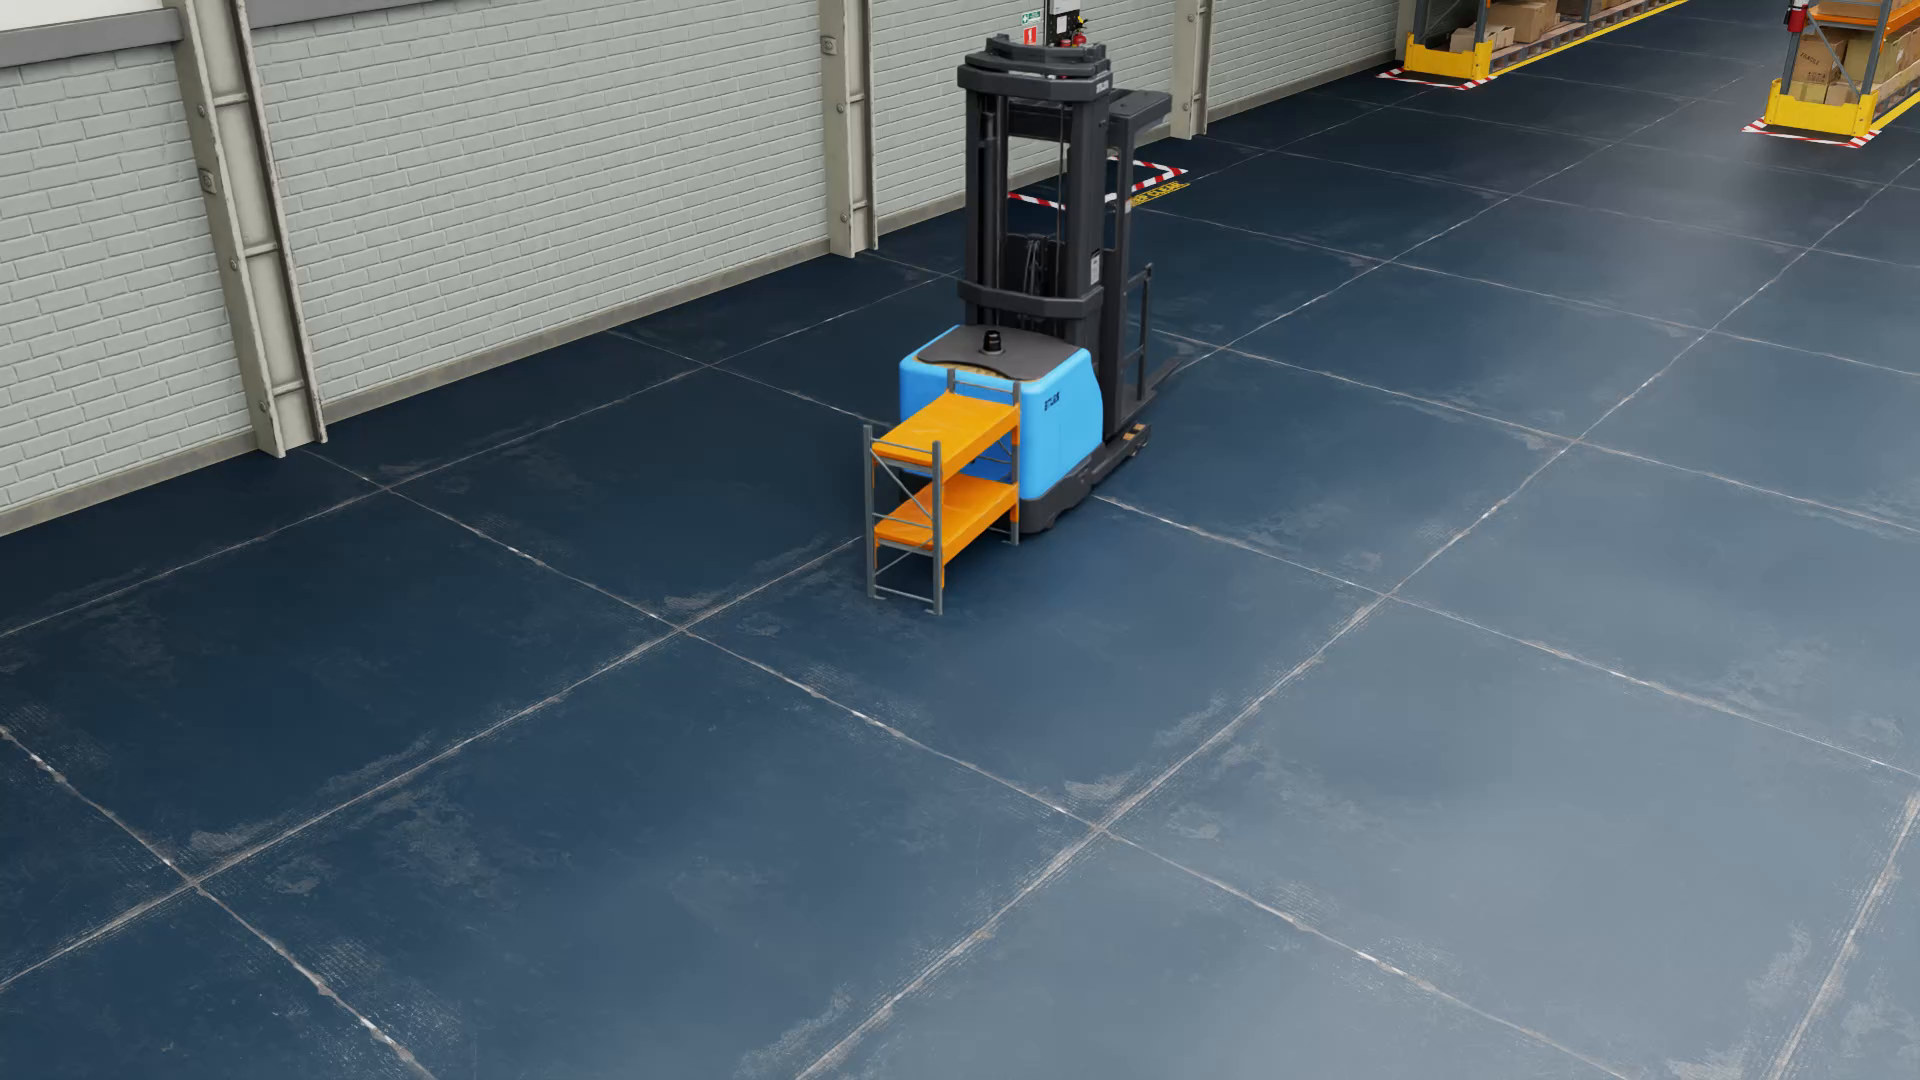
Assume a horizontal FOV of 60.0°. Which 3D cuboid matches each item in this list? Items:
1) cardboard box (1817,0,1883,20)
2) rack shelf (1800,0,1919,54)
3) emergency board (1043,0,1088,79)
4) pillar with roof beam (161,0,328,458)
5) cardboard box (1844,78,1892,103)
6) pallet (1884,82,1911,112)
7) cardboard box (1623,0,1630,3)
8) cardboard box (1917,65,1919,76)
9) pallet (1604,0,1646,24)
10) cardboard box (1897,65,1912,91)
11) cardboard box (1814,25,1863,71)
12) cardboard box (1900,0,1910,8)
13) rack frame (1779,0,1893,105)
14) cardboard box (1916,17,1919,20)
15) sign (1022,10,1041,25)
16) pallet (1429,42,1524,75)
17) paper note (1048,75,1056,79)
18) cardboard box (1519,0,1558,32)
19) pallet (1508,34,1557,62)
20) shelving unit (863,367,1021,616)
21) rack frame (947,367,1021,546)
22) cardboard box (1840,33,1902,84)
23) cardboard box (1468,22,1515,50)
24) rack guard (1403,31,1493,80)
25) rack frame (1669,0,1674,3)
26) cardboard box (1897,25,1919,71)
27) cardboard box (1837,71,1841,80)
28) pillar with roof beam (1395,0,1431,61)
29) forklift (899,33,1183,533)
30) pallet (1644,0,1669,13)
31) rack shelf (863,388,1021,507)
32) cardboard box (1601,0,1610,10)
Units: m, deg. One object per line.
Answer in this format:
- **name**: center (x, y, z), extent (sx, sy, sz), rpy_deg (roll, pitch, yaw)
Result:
- **cardboard box**: center (10.946, -6.671, 20.273), extent (0.700, 0.500, 0.500), rpy_deg (21, 34, 34)
- **rack shelf**: center (11.911, -6.855, 21.519), extent (1.077, 0.370, 4.000), rpy_deg (21, 34, 34)
- **emergency board**: center (1.174, -5.420, 17.963), extent (0.194, 1.169, 0.643), rpy_deg (21, 34, 34)
- **pillar with roof beam**: center (-1.535, -3.437, 7.601), extent (9.100, 9.000, 0.400), rpy_deg (21, 34, 34)
- **cardboard box**: center (11.467, -5.734, 21.105), extent (0.500, 0.250, 0.500), rpy_deg (21, 34, 34)
- **pallet**: center (11.869, -5.941, 22.004), extent (1.003, 0.211, 1.213), rpy_deg (21, 34, 34)
- **cardboard box**: center (10.773, -9.230, 27.568), extent (0.700, 0.500, 0.500), rpy_deg (21, 34, 34)
- **cardboard box**: center (12.731, -6.446, 22.481), extent (0.500, 0.250, 0.500), rpy_deg (21, 34, 34)
- **pallet**: center (10.628, -8.802, 27.536), extent (1.003, 0.211, 1.213), rpy_deg (21, 34, 34)
- **cardboard box**: center (12.107, -6.087, 21.787), extent (0.500, 0.250, 0.500), rpy_deg (21, 34, 34)
- **cardboard box**: center (11.375, -6.400, 21.575), extent (0.500, 0.500, 0.500), rpy_deg (21, 34, 34)
- **cardboard box**: center (11.596, -7.033, 20.973), extent (0.700, 0.500, 0.500), rpy_deg (21, 34, 35)
- **rack frame**: center (10.639, -6.465, 19.983), extent (1.000, 3.000, 0.127), rpy_deg (21, 34, 34)
- **cardboard box**: center (12.730, -6.780, 22.310), extent (0.500, 0.500, 0.500), rpy_deg (21, 34, 34)
- **sign**: center (0.753, -5.505, 17.511), extent (0.001, 0.109, 0.331), rpy_deg (21, 34, 34)
- **pallet**: center (7.407, -6.978, 24.009), extent (1.003, 0.211, 1.213), rpy_deg (21, 34, 34)
- **paper note**: center (1.008, -4.987, 18.083), extent (0.016, 0.148, 0.142), rpy_deg (21, 34, 34)
- **cardboard box**: center (8.729, -8.035, 25.260), extent (0.500, 0.500, 0.500), rpy_deg (18, 32, 31)
- **pallet**: center (8.183, -7.408, 24.841), extent (1.003, 0.211, 1.213), rpy_deg (21, 34, 34)
- **shelving unit**: center (-0.093, -0.312, 10.129), extent (0.538, 1.125, 1.048), rpy_deg (14, 30, 25)
- **rack frame**: center (0.147, -0.518, 10.528), extent (0.500, 1.125, 0.032), rpy_deg (14, 30, 25)
- **cardboard box**: center (11.468, -6.067, 20.932), extent (0.500, 0.500, 0.500), rpy_deg (21, 34, 34)
- **cardboard box**: center (7.686, -7.334, 24.110), extent (0.500, 0.311, 0.500), rpy_deg (24, 36, 38)
- **rack guard**: center (6.863, -6.828, 23.406), extent (1.175, 0.500, 0.348), rpy_deg (21, 34, 34)
- **rack frame**: center (11.903, -10.748, 28.262), extent (1.000, 3.000, 0.127), rpy_deg (21, 34, 34)
- **cardboard box**: center (12.108, -6.420, 21.614), extent (0.500, 0.500, 0.500), rpy_deg (21, 34, 34)
- **cardboard box**: center (11.061, -5.888, 21.402), extent (0.500, 0.250, 0.500), rpy_deg (21, 34, 34)
- **pillar with roof beam**: center (9.914, -9.819, 19.937), extent (9.100, 9.000, 0.400), rpy_deg (21, 34, 34)
- **forklift**: center (0.733, -1.988, 11.403), extent (1.130, 2.935, 3.031), rpy_deg (14, 30, 25)
- **pallet**: center (11.405, -9.233, 28.368), extent (1.003, 0.211, 1.213), rpy_deg (21, 34, 34)
- **rack shelf**: center (-0.093, -0.572, 9.995), extent (0.538, 0.278, 1.000), rpy_deg (14, 30, 25)
- **cardboard box**: center (10.104, -8.879, 26.890), extent (0.700, 0.500, 0.500), rpy_deg (20, 33, 33)
